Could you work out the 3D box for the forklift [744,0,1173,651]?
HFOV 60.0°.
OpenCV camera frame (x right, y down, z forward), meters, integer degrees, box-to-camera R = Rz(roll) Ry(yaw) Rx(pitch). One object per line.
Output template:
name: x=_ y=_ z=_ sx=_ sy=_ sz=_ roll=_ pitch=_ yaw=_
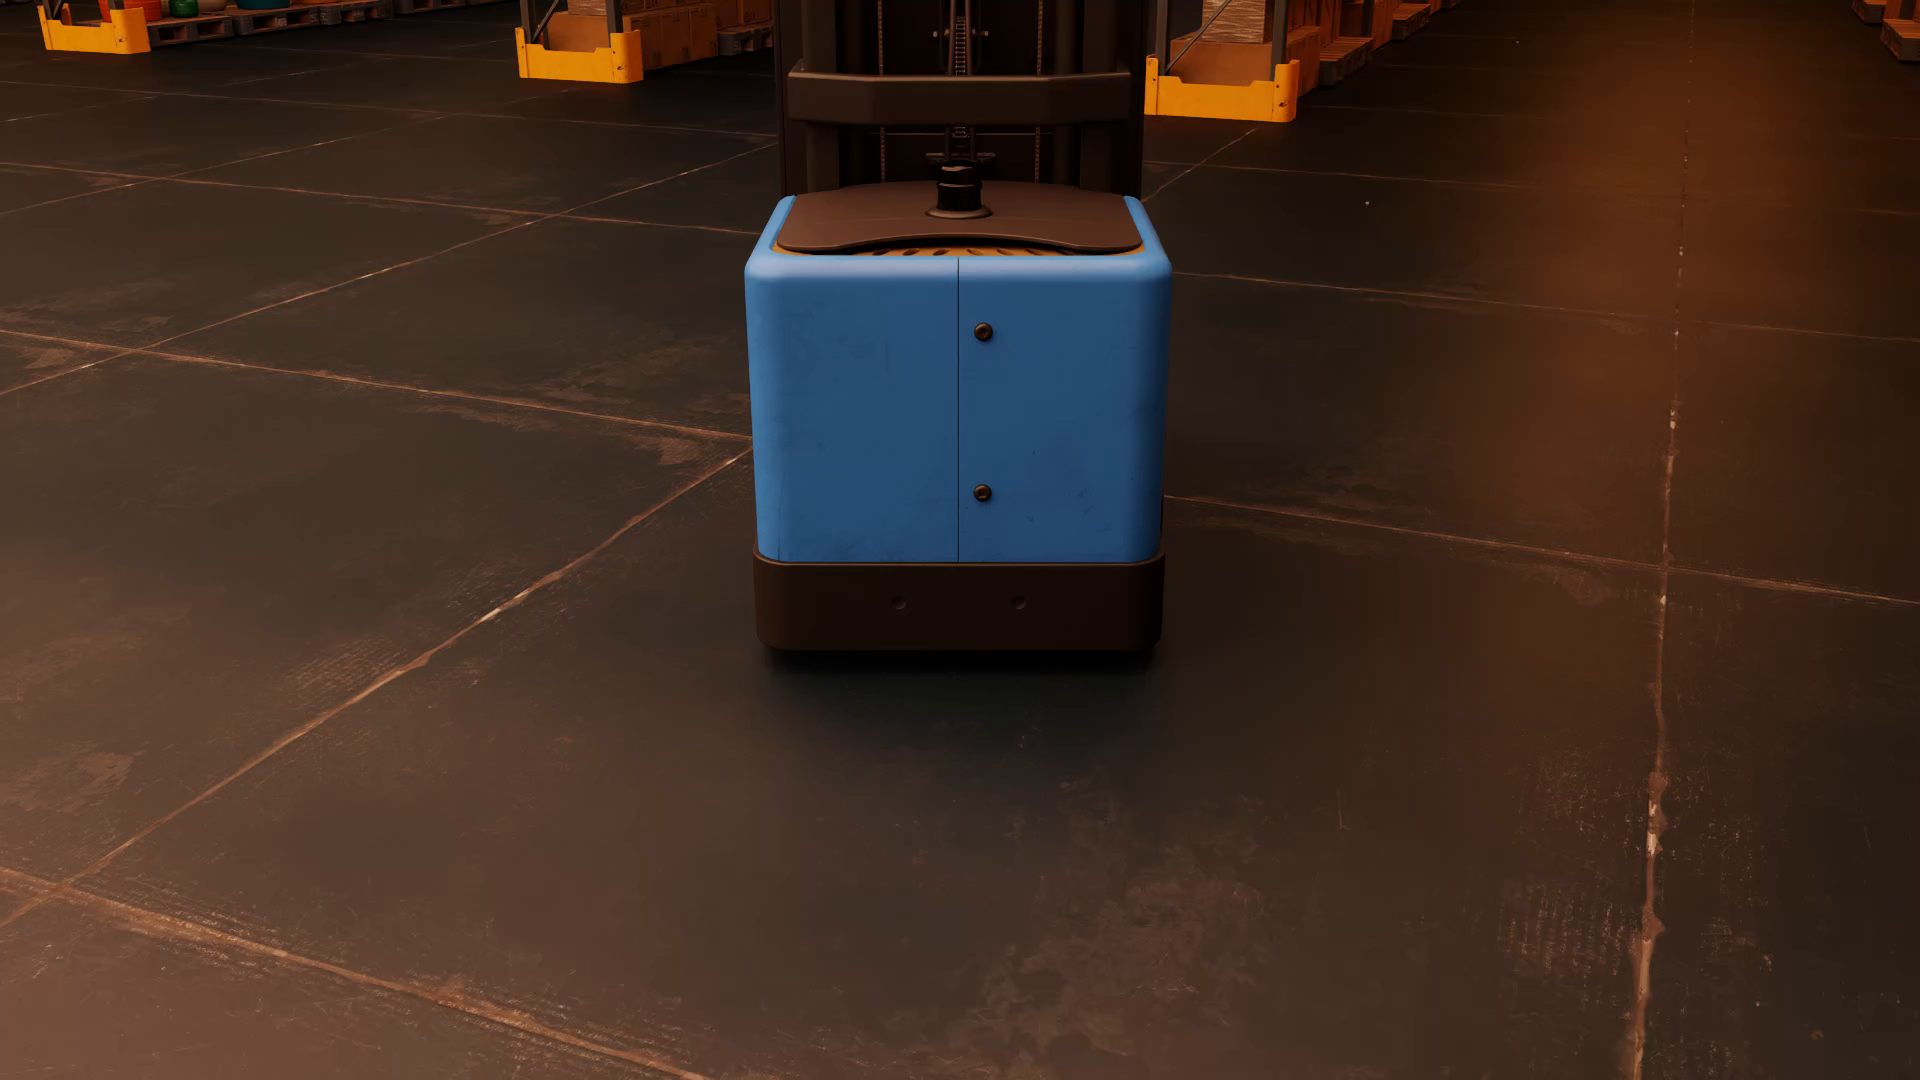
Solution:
forklift: x=0.002 y=-1.587 z=5.089 sx=1.130 sy=2.935 sz=3.031 roll=0 pitch=23 yaw=0
